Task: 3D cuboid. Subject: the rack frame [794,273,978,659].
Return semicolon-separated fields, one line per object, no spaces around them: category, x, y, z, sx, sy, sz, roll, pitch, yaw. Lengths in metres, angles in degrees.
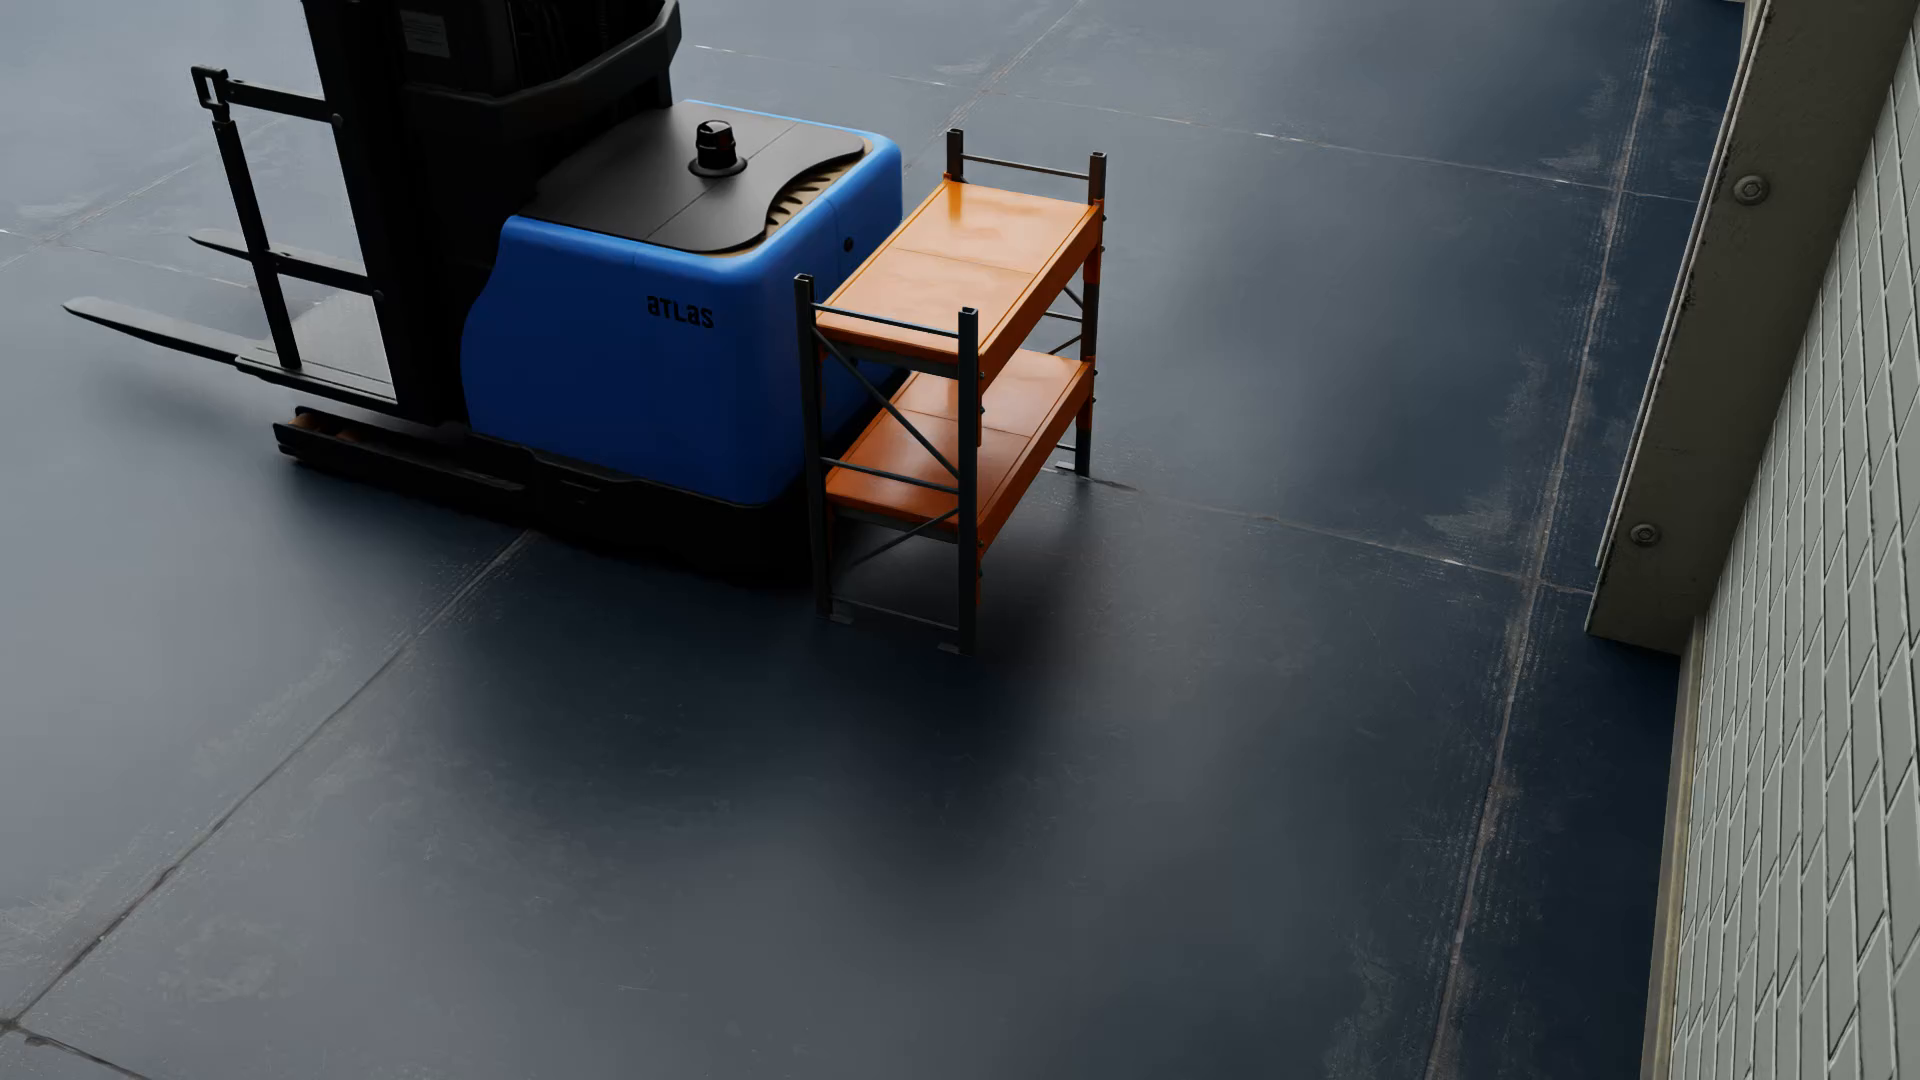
rack frame;-0.191;-0.173;4.542;0.500;1.125;0.032;14;39;18

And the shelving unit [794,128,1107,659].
shelving unit;0.003;-0.454;4.918;0.538;1.125;1.048;14;39;18

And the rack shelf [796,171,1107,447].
rack shelf;0.003;-0.689;4.743;0.538;0.278;1.000;14;39;18

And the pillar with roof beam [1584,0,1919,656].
pillar with roof beam;-1.929;-4.388;3.604;9.100;9.000;0.400;14;39;18

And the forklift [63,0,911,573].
forklift;-1.728;-1.655;5.016;3.031;2.935;1.130;15;39;19

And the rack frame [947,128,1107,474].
rack frame;0.196;-0.736;5.295;0.500;1.125;0.032;14;39;18

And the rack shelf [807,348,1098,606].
rack shelf;0.003;-0.258;5.065;0.538;0.278;1.000;14;39;18

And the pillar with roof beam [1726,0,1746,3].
pillar with roof beam;0.354;-7.710;8.049;9.100;9.000;0.400;14;39;18
